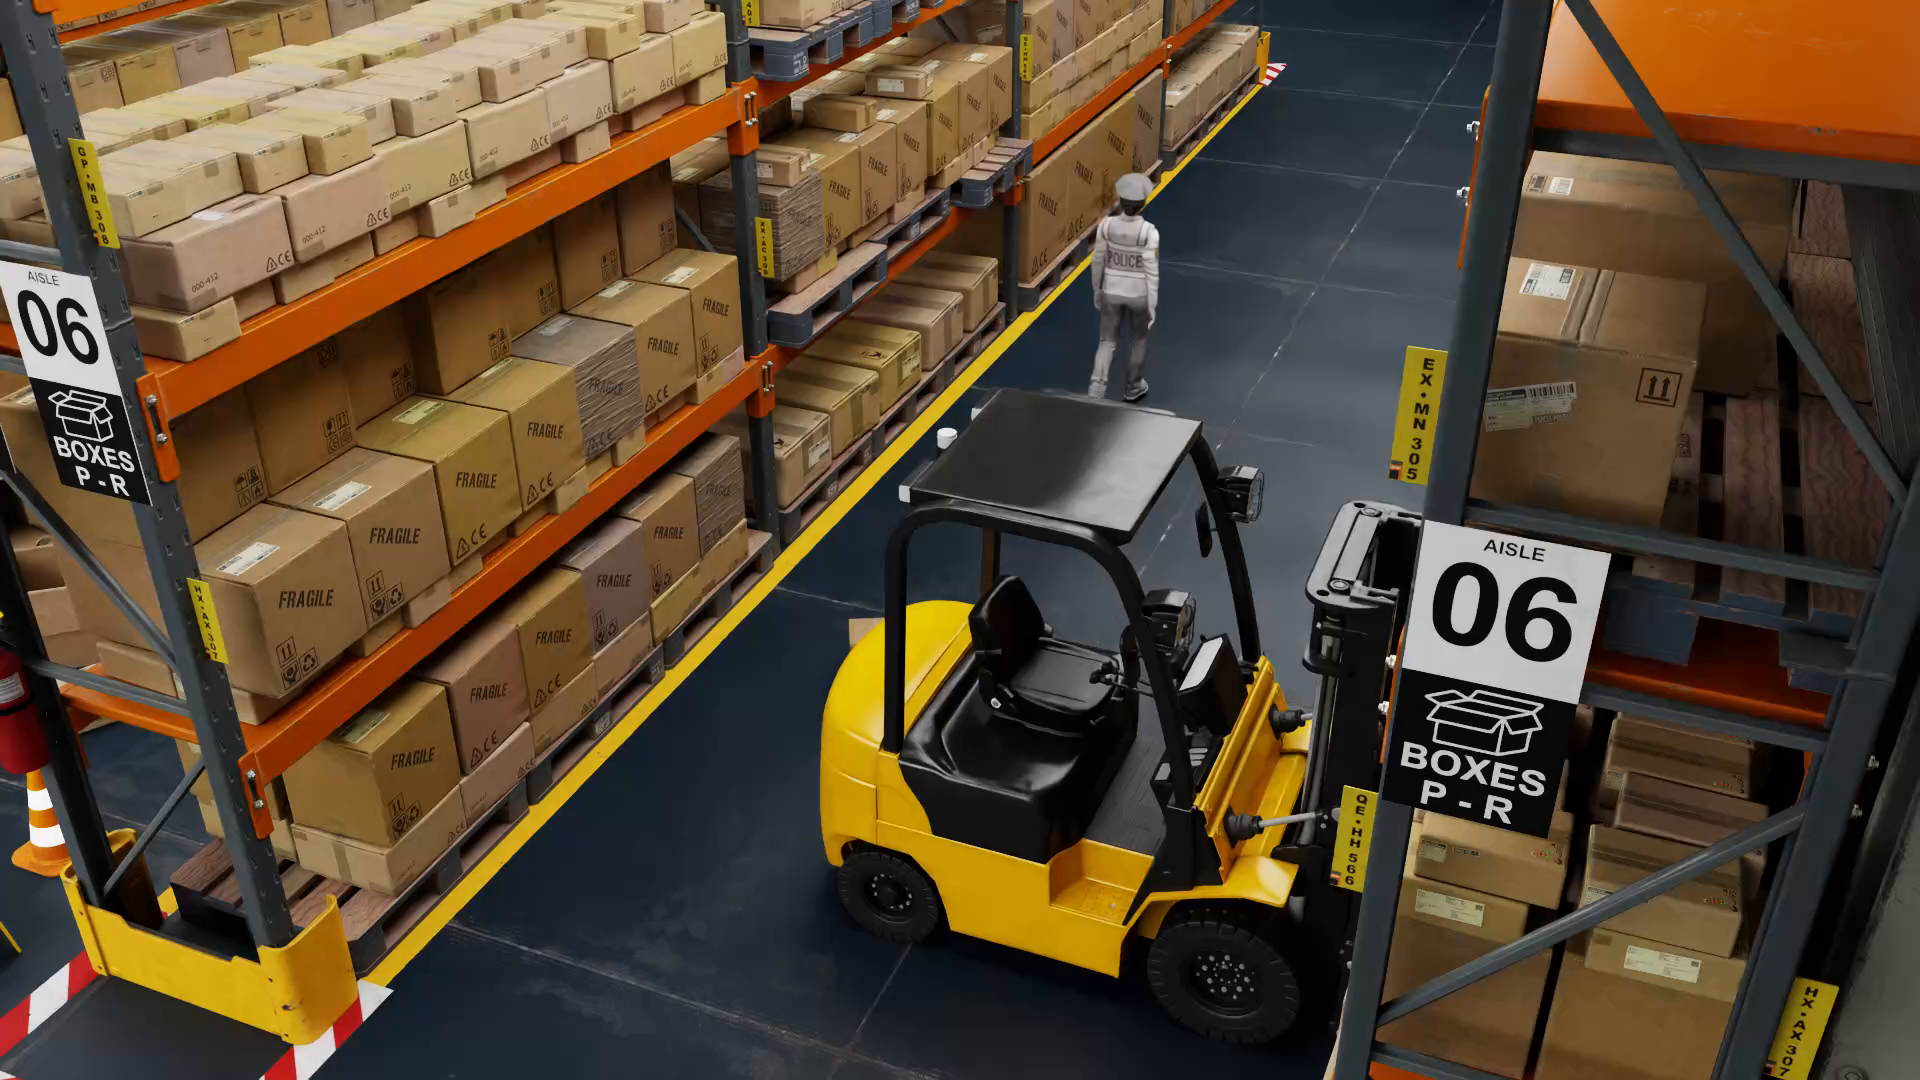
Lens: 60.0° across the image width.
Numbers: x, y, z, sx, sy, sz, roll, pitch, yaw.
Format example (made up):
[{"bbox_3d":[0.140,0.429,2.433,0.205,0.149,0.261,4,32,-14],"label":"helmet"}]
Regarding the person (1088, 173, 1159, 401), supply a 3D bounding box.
[{"bbox_3d":[1.103,-1.653,11.224,0.489,1.658,0.805,11,32,18],"label":"person"}]
